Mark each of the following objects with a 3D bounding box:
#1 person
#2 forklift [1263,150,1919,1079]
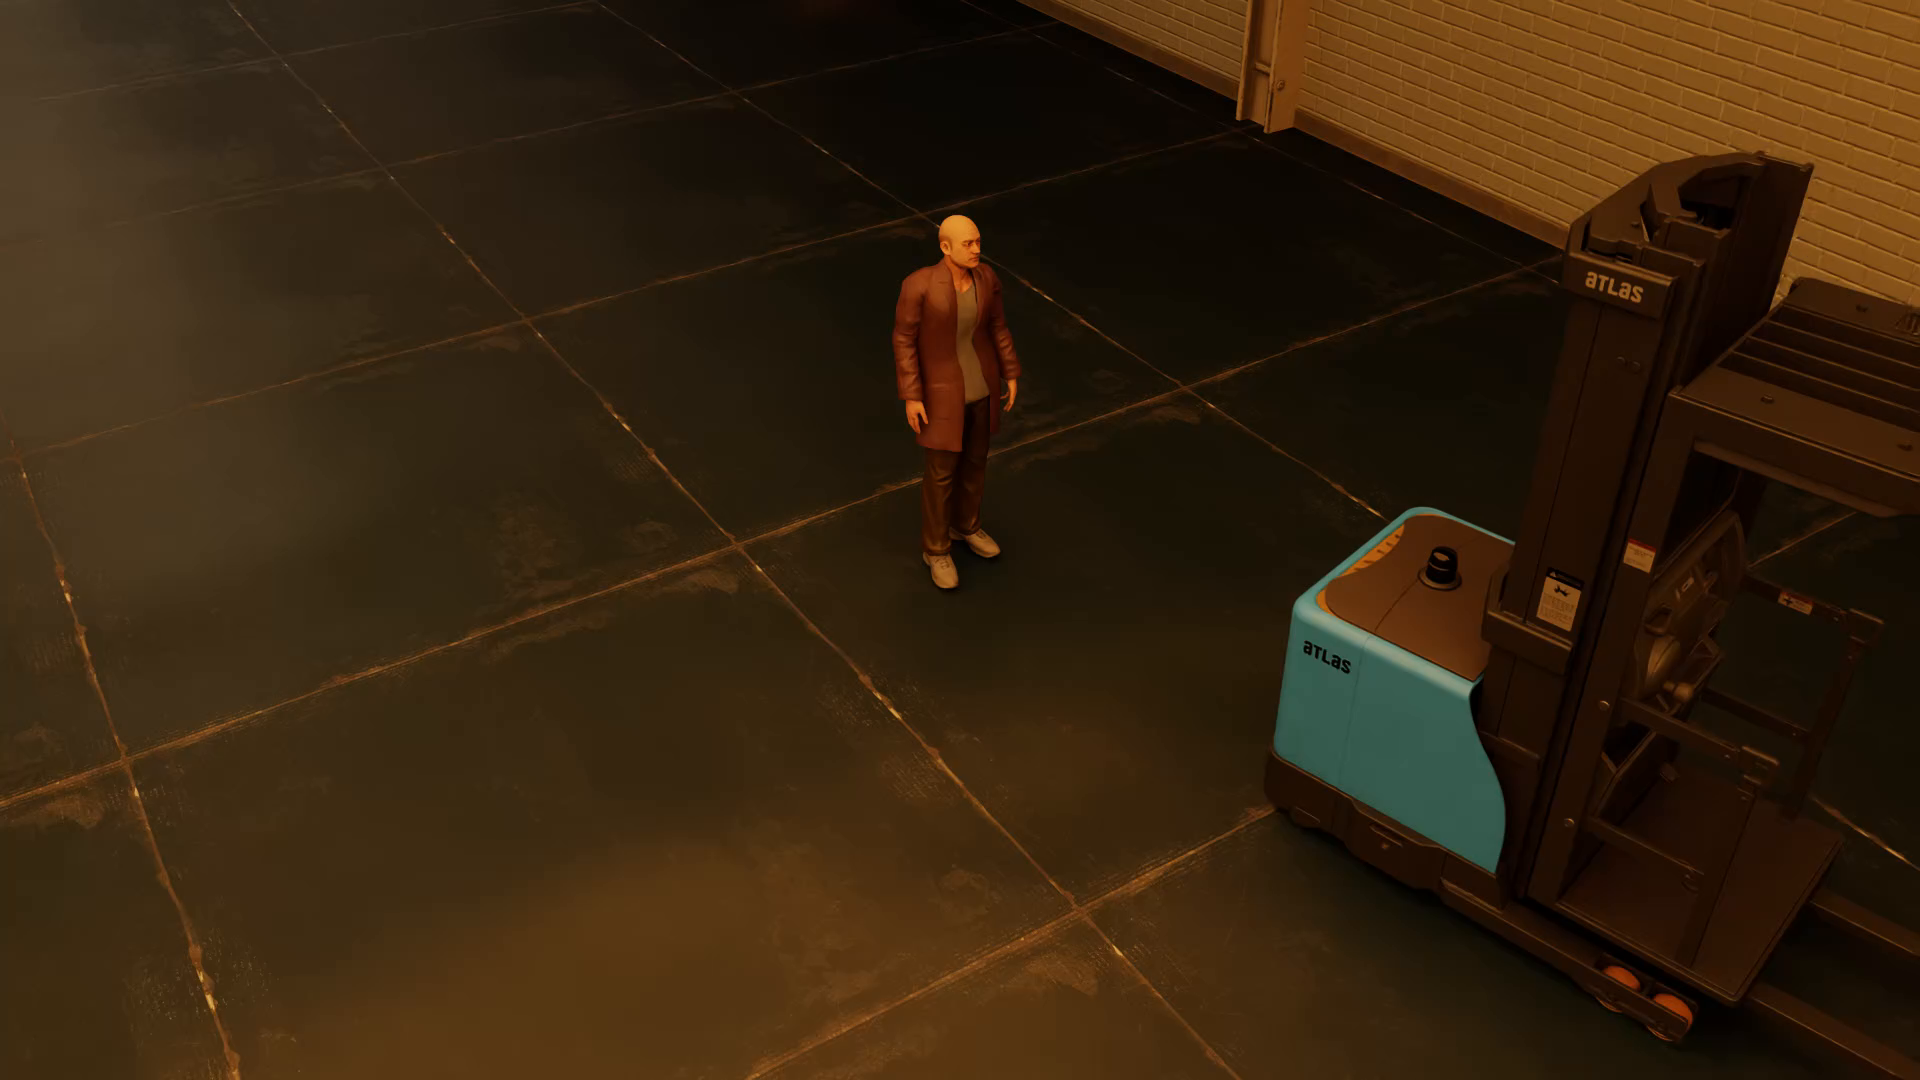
[{"bbox_3d":[0.045,-0.688,8.118,0.696,1.775,0.582,-21,40,-27],"label":"person"},{"bbox_3d":[2.717,0.289,5.737,3.031,2.935,1.130,28,44,33],"label":"forklift"}]
